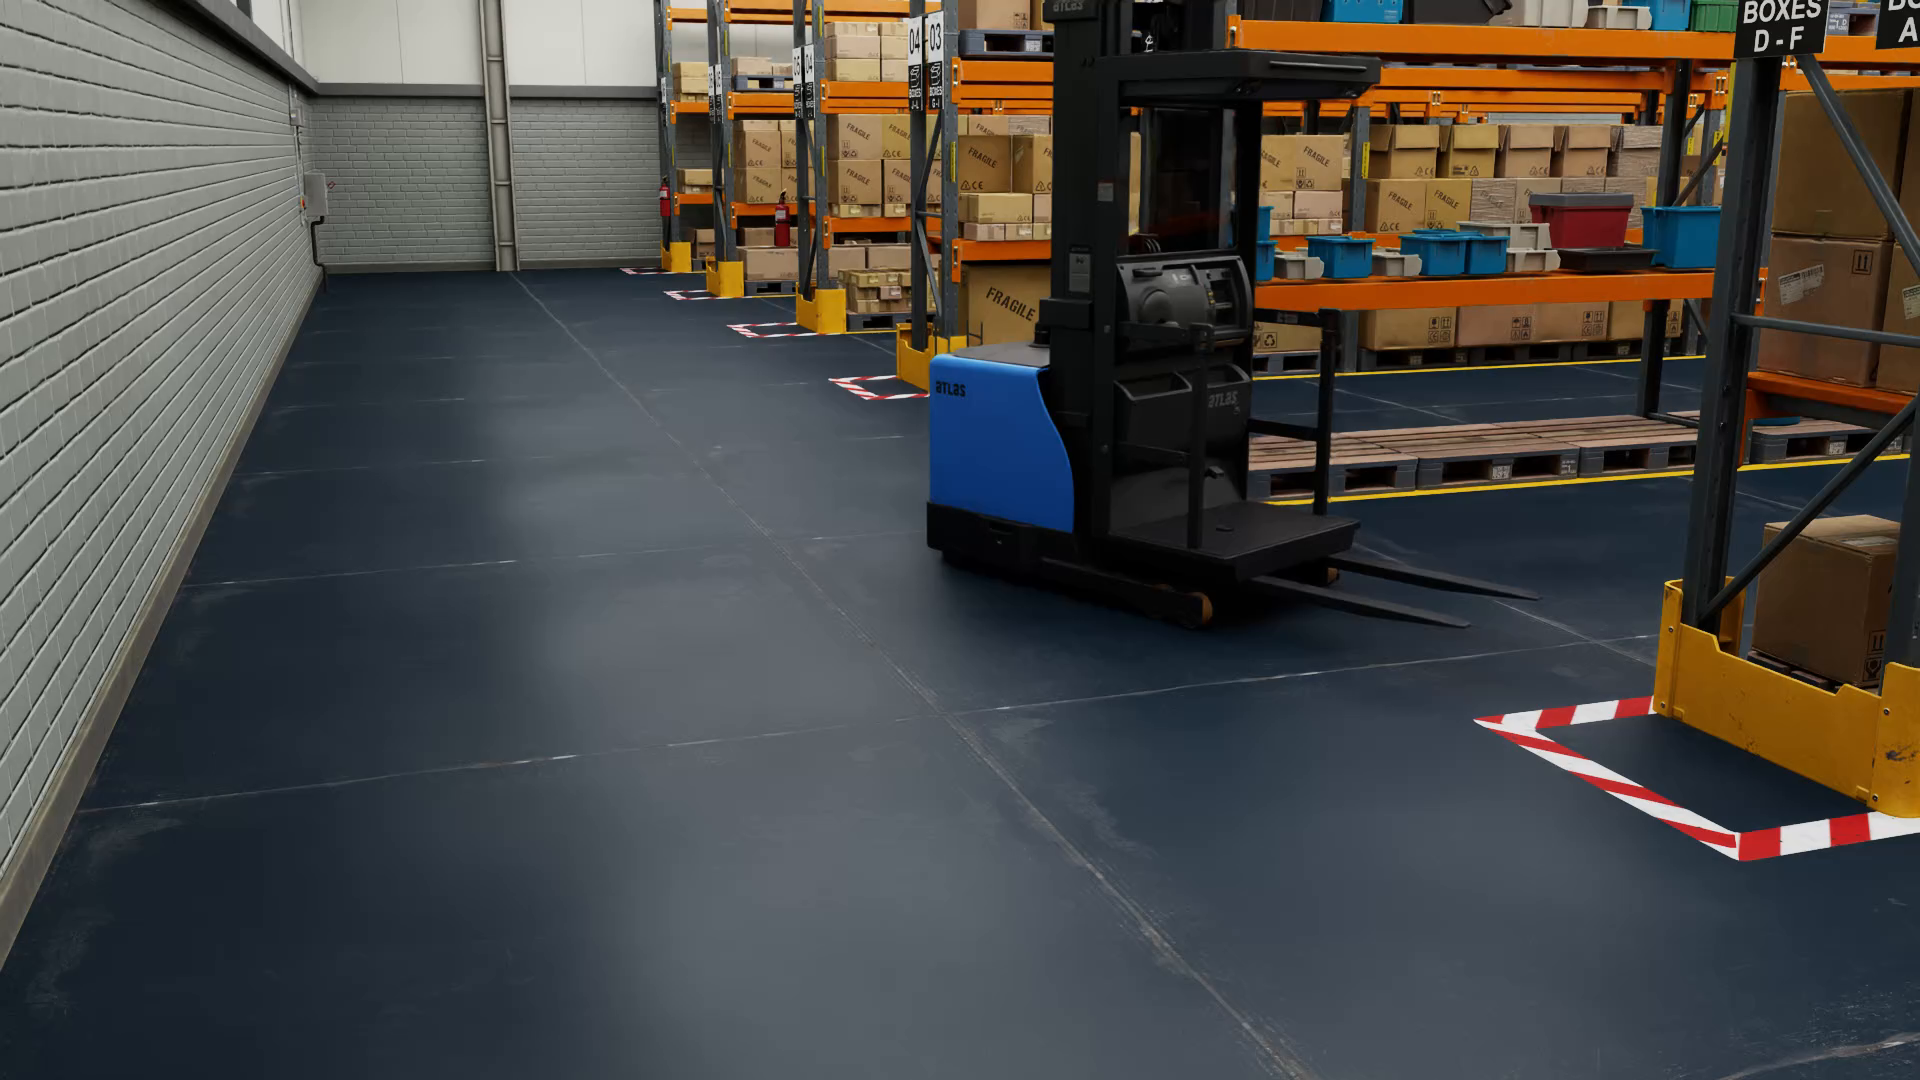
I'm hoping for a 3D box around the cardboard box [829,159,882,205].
[{"bbox_3d":[-1.205,-4.126,19.147,0.500,0.500,0.500,-4,14,-15],"label":"cardboard box"}]

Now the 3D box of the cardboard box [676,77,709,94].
[{"bbox_3d":[-4.472,-7.630,27.939,0.500,0.250,0.500,-5,14,-19],"label":"cardboard box"}]

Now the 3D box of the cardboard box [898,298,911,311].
[{"bbox_3d":[-0.665,-2.803,19.698,0.250,0.149,0.380,-4,14,-17],"label":"cardboard box"}]

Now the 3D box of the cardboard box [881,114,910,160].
[{"bbox_3d":[-0.732,-4.653,19.204,0.500,0.500,0.500,-4,14,-16],"label":"cardboard box"}]

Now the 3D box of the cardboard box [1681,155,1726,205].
[{"bbox_3d":[7.849,-3.757,17.331,0.500,0.500,0.500,-6,15,-25],"label":"cardboard box"}]

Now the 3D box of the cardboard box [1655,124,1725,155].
[{"bbox_3d":[10.015,-5.464,22.973,0.550,0.550,0.875,-4,14,-18],"label":"cardboard box"}]

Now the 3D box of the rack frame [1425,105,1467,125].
[{"bbox_3d":[7.980,-5.924,27.565,0.127,3.000,1.000,-4,14,-18],"label":"rack frame"}]

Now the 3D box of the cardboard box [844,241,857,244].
[{"bbox_3d":[-1.962,-5.164,29.372,0.258,0.266,0.396,-4,14,-16],"label":"cardboard box"}]

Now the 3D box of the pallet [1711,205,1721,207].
[{"bbox_3d":[7.991,-3.438,17.528,1.003,0.211,1.213,-4,14,-18],"label":"pallet"}]

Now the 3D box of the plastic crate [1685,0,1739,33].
[{"bbox_3d":[4.833,-3.332,10.646,0.662,0.188,0.450,-4,14,-18],"label":"plastic crate"}]

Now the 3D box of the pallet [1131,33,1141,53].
[{"bbox_3d":[1.625,-4.429,14.989,1.213,0.211,1.003,-4,14,-18],"label":"pallet"}]

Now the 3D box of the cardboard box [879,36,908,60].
[{"bbox_3d":[-0.725,-5.604,18.981,0.500,0.250,0.500,-5,14,-19],"label":"cardboard box"}]

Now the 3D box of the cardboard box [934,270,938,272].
[{"bbox_3d":[-0.137,-3.123,19.758,0.250,0.149,0.380,-4,14,-16],"label":"cardboard box"}]

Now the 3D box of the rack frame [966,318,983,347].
[{"bbox_3d":[0.078,-0.597,9.058,0.006,1.200,0.240,-5,14,-19],"label":"rack frame"}]

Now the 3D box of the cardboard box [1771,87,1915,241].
[{"bbox_3d":[3.257,-1.320,5.833,0.500,0.500,0.500,-5,14,-19],"label":"cardboard box"}]

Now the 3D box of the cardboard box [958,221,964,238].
[{"bbox_3d":[0.000,-2.841,15.147,0.250,0.149,0.380,-4,14,-17],"label":"cardboard box"}]

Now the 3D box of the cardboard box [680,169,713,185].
[{"bbox_3d":[-4.464,-6.173,28.292,0.500,0.250,0.500,-4,14,-18],"label":"cardboard box"}]

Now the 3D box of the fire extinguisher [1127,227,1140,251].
[{"bbox_3d":[1.059,-1.648,10.562,0.183,0.674,0.296,-4,14,-18],"label":"fire extinguisher"}]

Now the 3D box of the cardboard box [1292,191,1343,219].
[{"bbox_3d":[3.224,-3.141,15.549,0.500,0.250,0.500,-5,14,-19],"label":"cardboard box"}]

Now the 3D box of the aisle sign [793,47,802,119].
[{"bbox_3d":[-1.884,-5.285,19.262,0.004,0.787,0.394,-4,14,-18],"label":"aisle sign"}]

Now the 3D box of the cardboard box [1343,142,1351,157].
[{"bbox_3d":[6.158,-6.125,26.643,0.500,0.500,0.500,-5,14,-20],"label":"cardboard box"}]

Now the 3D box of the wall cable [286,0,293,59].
[{"bbox_3d":[-8.932,-7.640,21.817,0.029,3.000,2.355,-4,14,-18],"label":"wall cable"}]

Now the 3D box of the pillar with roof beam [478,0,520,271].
[{"bbox_3d":[-6.450,-8.100,23.748,0.400,9.000,9.100,-4,14,-18],"label":"pillar with roof beam"}]

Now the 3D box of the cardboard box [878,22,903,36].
[{"bbox_3d":[-0.811,-5.776,18.845,0.250,0.149,0.380,-4,14,-18],"label":"cardboard box"}]

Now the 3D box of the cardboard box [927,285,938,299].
[{"bbox_3d":[-0.381,-2.945,19.652,0.250,0.149,0.380,-4,14,-16],"label":"cardboard box"}]

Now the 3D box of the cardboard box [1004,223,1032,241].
[{"bbox_3d":[0.452,-2.716,14.620,0.250,0.149,0.380,-5,14,-19],"label":"cardboard box"}]

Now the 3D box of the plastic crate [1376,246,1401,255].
[{"bbox_3d":[2.872,-1.849,10.875,0.250,0.136,0.298,-4,14,-18],"label":"plastic crate"}]

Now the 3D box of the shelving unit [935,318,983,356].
[{"bbox_3d":[-0.009,-0.590,9.028,0.189,1.200,0.258,-5,14,-19],"label":"shelving unit"}]

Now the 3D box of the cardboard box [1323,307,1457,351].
[{"bbox_3d":[4.159,-2.382,16.359,0.875,0.875,1.225,-4,14,-18],"label":"cardboard box"}]

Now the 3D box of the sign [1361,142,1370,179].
[{"bbox_3d":[3.737,-3.498,15.325,0.005,0.325,0.100,-4,14,-18],"label":"sign"}]

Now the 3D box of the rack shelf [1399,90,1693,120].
[{"bbox_3d":[7.759,-5.807,22.148,4.000,0.370,1.077,-4,14,-18],"label":"rack shelf"}]

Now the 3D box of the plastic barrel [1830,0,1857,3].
[{"bbox_3d":[5.717,-3.787,10.899,0.433,0.535,0.433,0,13,0],"label":"plastic barrel"}]

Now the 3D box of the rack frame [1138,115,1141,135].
[{"bbox_3d":[2.072,-4.255,20.550,0.127,3.000,1.000,-4,14,-18],"label":"rack frame"}]

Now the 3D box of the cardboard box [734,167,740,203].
[{"bbox_3d":[-3.021,-5.180,24.224,0.500,0.500,0.500,-4,14,-18],"label":"cardboard box"}]

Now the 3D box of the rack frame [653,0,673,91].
[{"bbox_3d":[-4.980,-9.045,27.723,0.127,3.000,1.000,-4,14,-18],"label":"rack frame"}]

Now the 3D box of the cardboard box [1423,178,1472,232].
[{"bbox_3d":[4.550,-3.225,16.003,0.500,0.500,0.500,-4,14,-18],"label":"cardboard box"}]

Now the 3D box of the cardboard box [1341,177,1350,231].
[{"bbox_3d":[3.915,-3.303,16.331,0.500,0.500,0.500,-4,14,-18],"label":"cardboard box"}]

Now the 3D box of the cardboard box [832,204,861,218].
[{"bbox_3d":[-1.307,-3.790,19.136,0.250,0.149,0.380,-5,14,-19],"label":"cardboard box"}]

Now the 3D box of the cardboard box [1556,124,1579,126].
[{"bbox_3d":[9.907,-6.711,27.855,0.500,0.500,0.700,-5,14,-18],"label":"cardboard box"}]

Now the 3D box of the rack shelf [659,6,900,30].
[{"bbox_3d":[-3.084,-8.841,28.427,4.000,0.370,1.077,-4,14,-18],"label":"rack shelf"}]

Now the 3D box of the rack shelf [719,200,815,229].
[{"bbox_3d":[-1.498,-4.836,24.545,4.000,0.370,1.077,-4,14,-18],"label":"rack shelf"}]

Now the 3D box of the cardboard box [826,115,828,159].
[{"bbox_3d":[-1.364,-4.728,19.518,0.500,0.500,0.500,-5,14,-19],"label":"cardboard box"}]

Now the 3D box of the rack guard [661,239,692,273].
[{"bbox_3d":[-4.908,-4.916,28.730,0.348,0.500,1.175,-4,14,-18],"label":"rack guard"}]

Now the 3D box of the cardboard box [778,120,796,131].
[{"bbox_3d":[-2.460,-5.883,23.616,0.250,0.149,0.380,-4,14,-16],"label":"cardboard box"}]

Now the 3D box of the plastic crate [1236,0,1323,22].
[{"bbox_3d":[1.801,-3.141,9.668,0.590,0.269,0.497,-4,14,-18],"label":"plastic crate"}]

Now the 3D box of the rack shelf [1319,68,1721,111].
[{"bbox_3d":[5.454,-4.417,16.302,4.000,0.370,1.077,-4,14,-18],"label":"rack shelf"}]

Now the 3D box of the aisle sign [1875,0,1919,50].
[{"bbox_3d":[2.952,-1.887,4.976,0.004,0.787,0.394,-4,14,-18],"label":"aisle sign"}]

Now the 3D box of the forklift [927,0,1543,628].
[{"bbox_3d":[1.215,-1.163,7.697,1.130,2.935,3.031,-13,18,-43],"label":"forklift"}]

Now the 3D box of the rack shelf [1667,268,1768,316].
[{"bbox_3d":[7.034,-1.871,12.082,4.000,0.370,1.077,-4,14,-18],"label":"rack shelf"}]

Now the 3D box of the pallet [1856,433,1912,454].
[{"bbox_3d":[7.041,-0.856,12.284,1.213,0.211,1.003,-4,14,-18],"label":"pallet"}]

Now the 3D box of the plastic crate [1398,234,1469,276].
[{"bbox_3d":[2.934,-1.769,10.331,0.300,0.233,0.416,-4,14,-18],"label":"plastic crate"}]

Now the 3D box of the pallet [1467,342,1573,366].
[{"bbox_3d":[5.424,-1.968,16.959,1.213,0.211,1.003,-4,14,-18],"label":"pallet"}]

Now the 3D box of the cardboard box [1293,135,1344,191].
[{"bbox_3d":[3.208,-3.504,15.452,0.500,0.500,0.500,-4,14,-16],"label":"cardboard box"}]

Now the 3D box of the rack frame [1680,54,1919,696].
[{"bbox_3d":[2.923,-0.692,5.569,0.127,3.000,1.000,-4,14,-18],"label":"rack frame"}]

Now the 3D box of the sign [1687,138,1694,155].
[{"bbox_3d":[9.837,-5.252,22.410,0.005,0.325,0.100,-4,14,-18],"label":"sign"}]

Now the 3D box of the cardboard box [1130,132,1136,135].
[{"bbox_3d":[2.344,-5.957,25.330,0.500,0.500,0.500,-5,14,-19],"label":"cardboard box"}]
